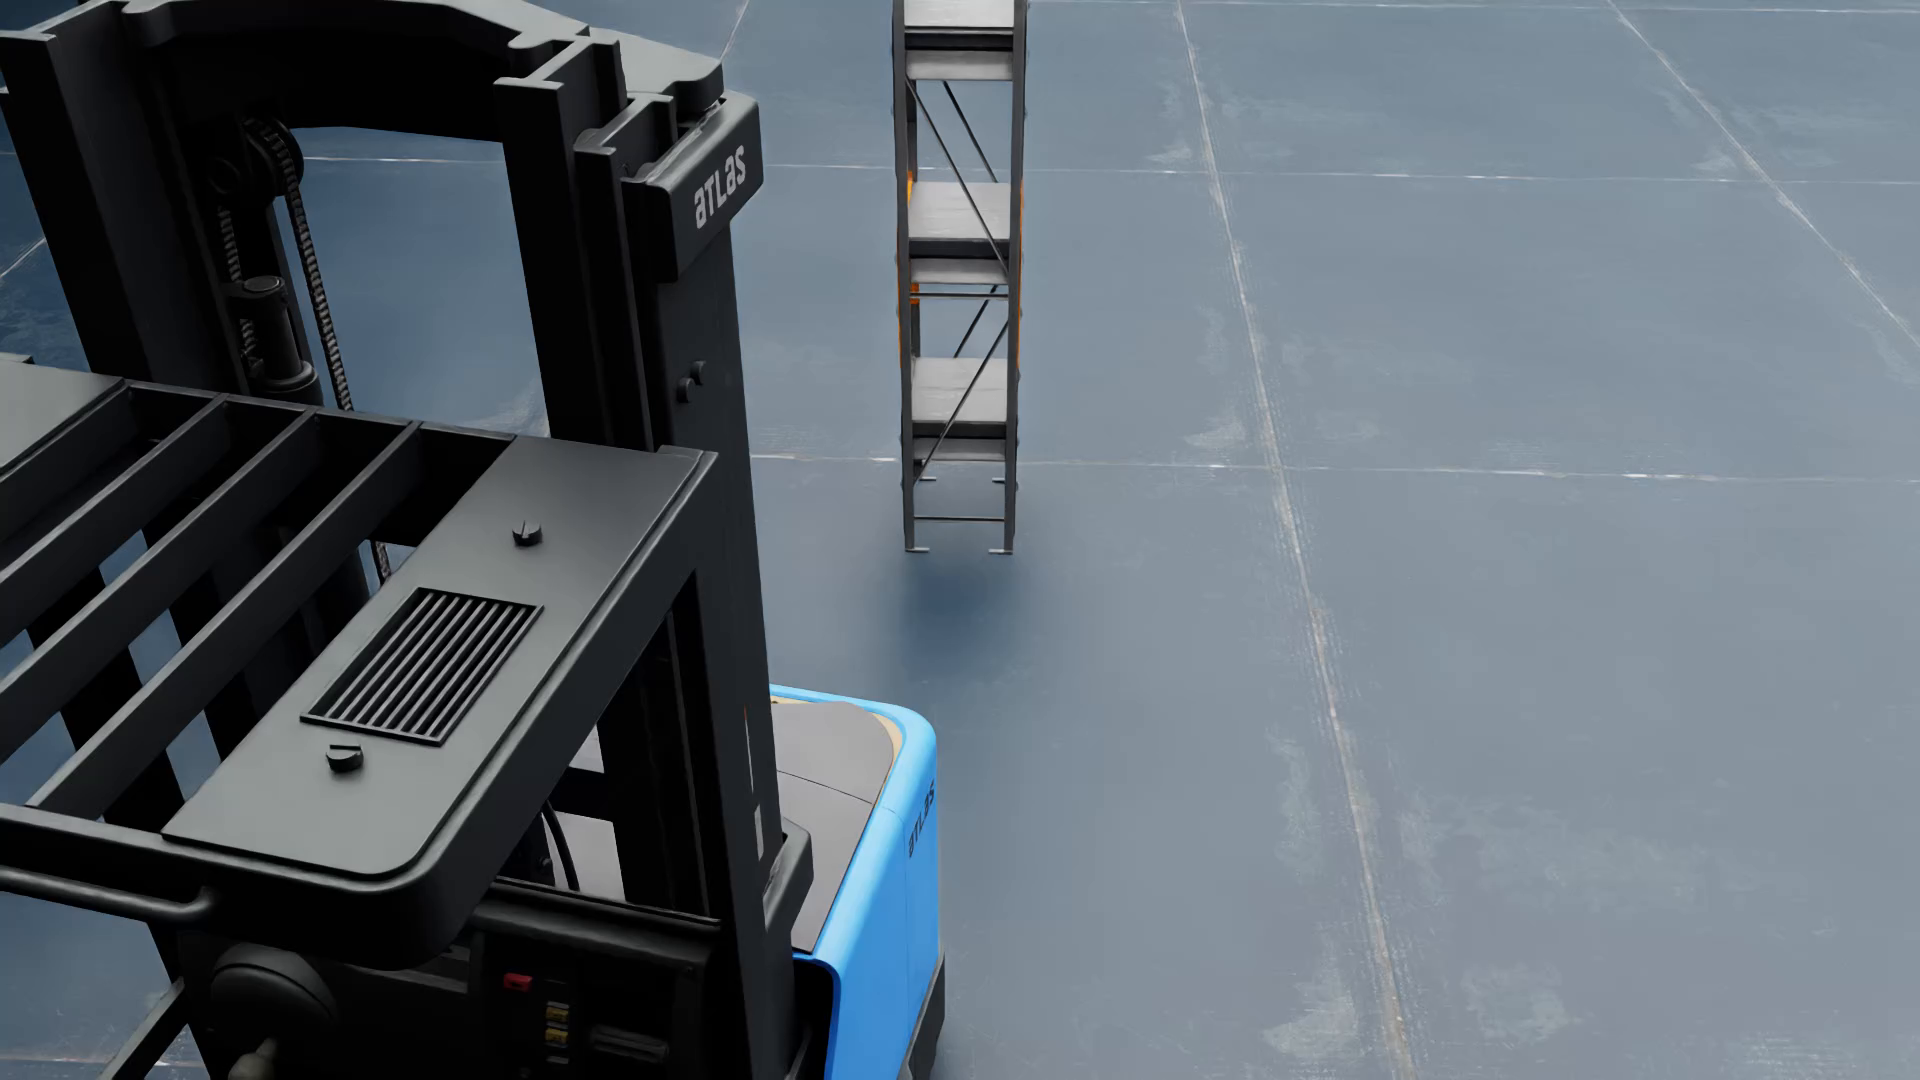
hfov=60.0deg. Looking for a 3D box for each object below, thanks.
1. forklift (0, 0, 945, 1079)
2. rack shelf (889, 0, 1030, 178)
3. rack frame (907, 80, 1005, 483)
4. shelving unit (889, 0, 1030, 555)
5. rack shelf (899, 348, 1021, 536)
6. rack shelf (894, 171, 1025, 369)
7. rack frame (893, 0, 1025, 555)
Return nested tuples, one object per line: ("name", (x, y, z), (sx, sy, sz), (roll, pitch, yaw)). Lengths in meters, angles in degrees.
("forklift", (-0.900, 0.823, 2.530), (1.130, 2.935, 3.031), (8, 36, 12))
("rack shelf", (0.007, -1.516, 5.387), (0.431, 0.518, 0.480), (1, 35, 2))
("rack frame", (0.016, -1.094, 5.981), (0.400, 2.100, 0.015), (1, 35, 2))
("shelving unit", (0.007, -0.954, 5.782), (0.431, 2.100, 0.503), (1, 35, 2))
("rack shelf", (0.007, -0.370, 6.192), (0.431, 0.518, 0.480), (1, 35, 2))
("rack shelf", (0.007, -0.943, 5.789), (0.431, 0.518, 0.480), (1, 35, 2))
("rack frame", (-0.003, -0.814, 5.582), (0.400, 2.100, 0.015), (1, 35, 2))
